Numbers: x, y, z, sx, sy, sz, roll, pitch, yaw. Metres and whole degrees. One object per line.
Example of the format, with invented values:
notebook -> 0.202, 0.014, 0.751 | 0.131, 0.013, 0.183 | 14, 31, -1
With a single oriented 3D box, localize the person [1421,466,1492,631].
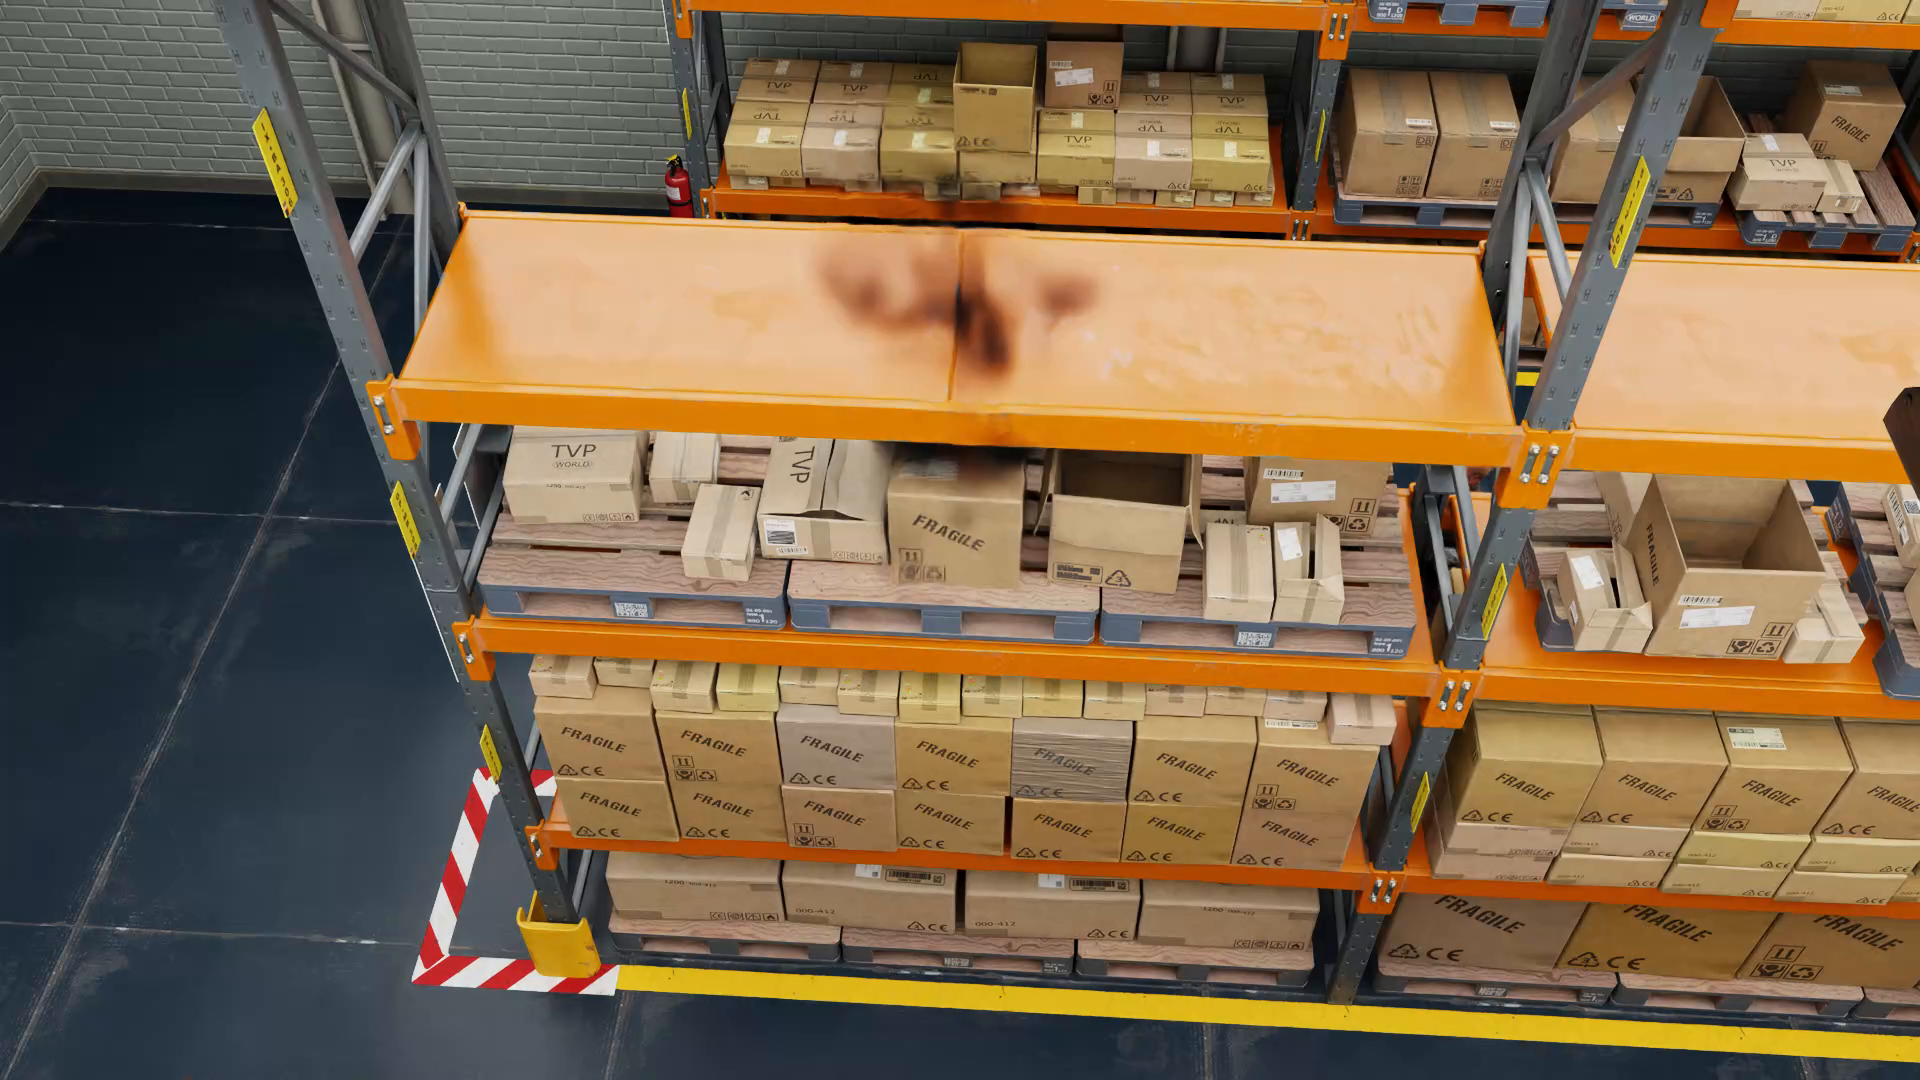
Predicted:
person -> 2.751, 0.084, 9.531 | 0.794, 1.688, 0.668 | -1, 48, -1
